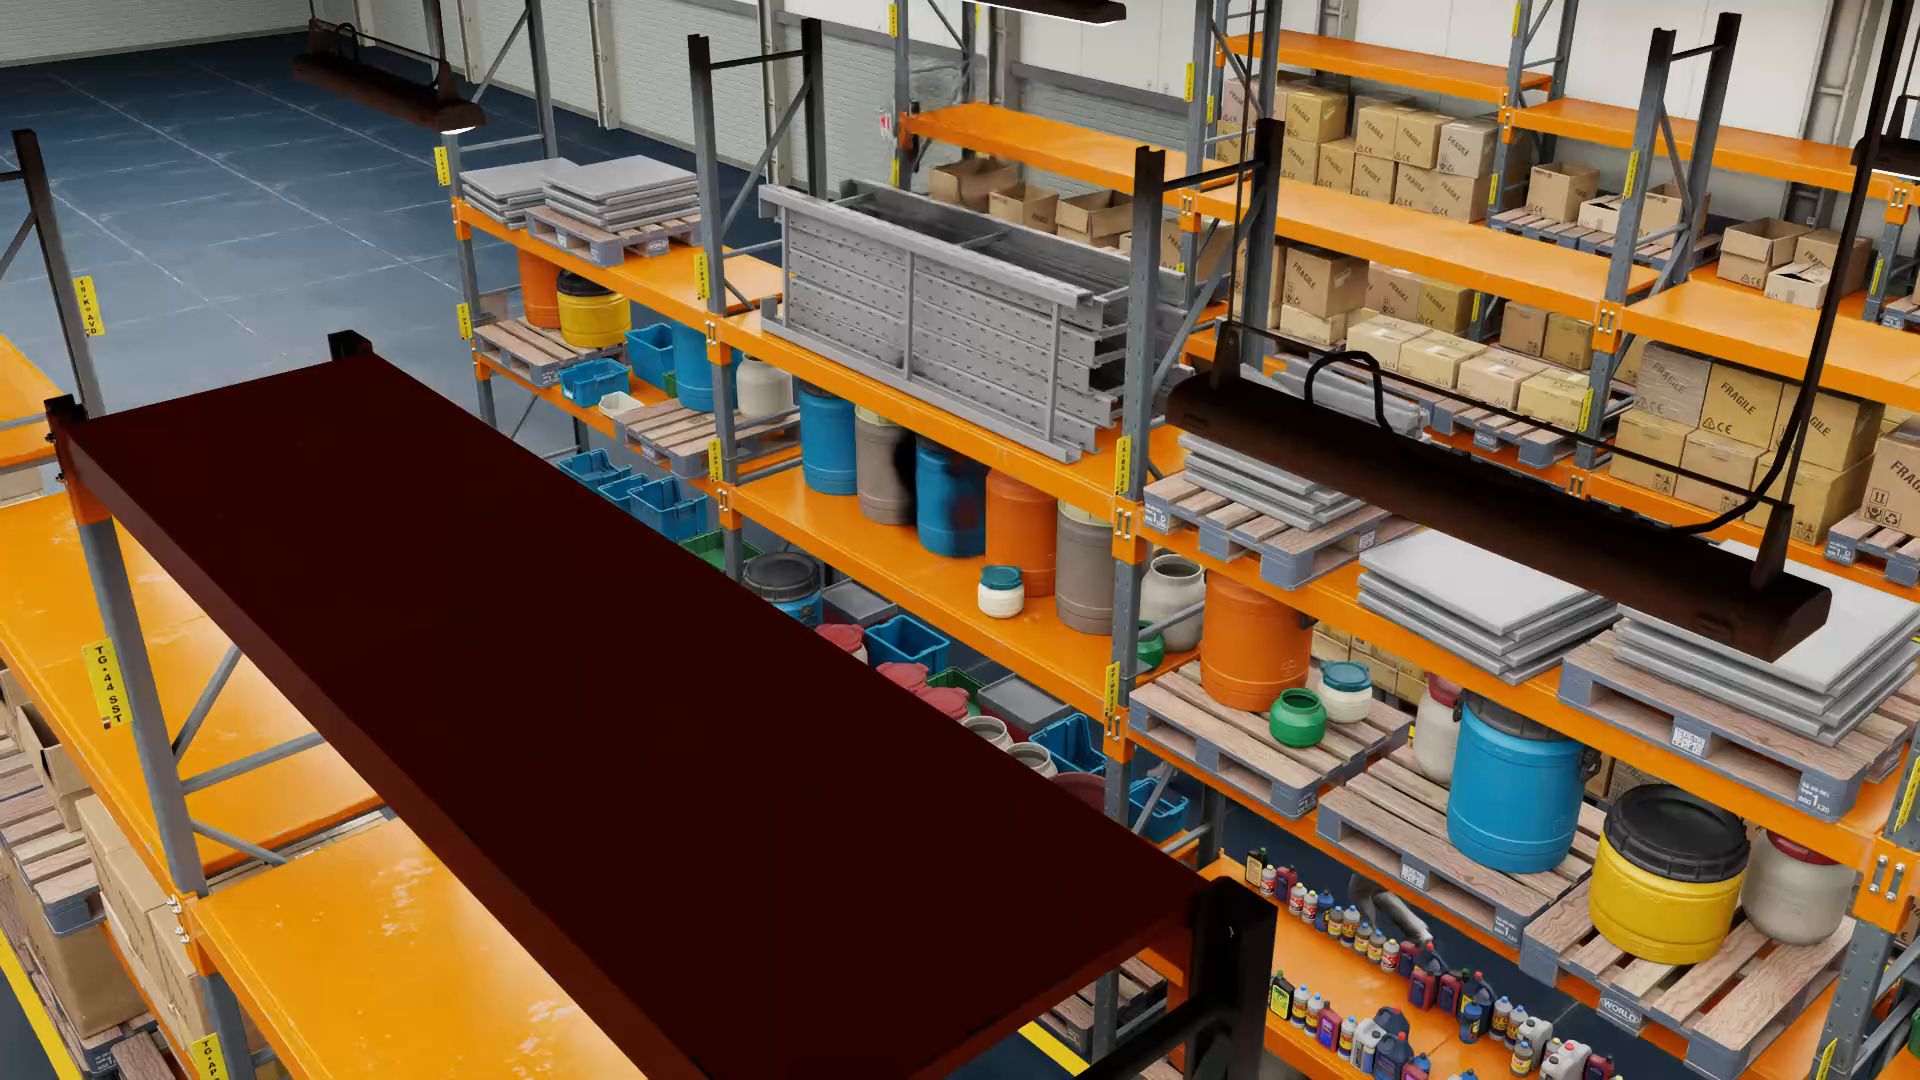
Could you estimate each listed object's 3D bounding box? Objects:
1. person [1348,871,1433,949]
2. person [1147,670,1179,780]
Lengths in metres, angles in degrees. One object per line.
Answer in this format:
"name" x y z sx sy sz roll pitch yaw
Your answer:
"person" 2.933 2.241 11.387 0.568 1.646 0.659 -17 31 -30
"person" 1.947 1.270 13.203 0.857 1.715 0.562 22 34 36
